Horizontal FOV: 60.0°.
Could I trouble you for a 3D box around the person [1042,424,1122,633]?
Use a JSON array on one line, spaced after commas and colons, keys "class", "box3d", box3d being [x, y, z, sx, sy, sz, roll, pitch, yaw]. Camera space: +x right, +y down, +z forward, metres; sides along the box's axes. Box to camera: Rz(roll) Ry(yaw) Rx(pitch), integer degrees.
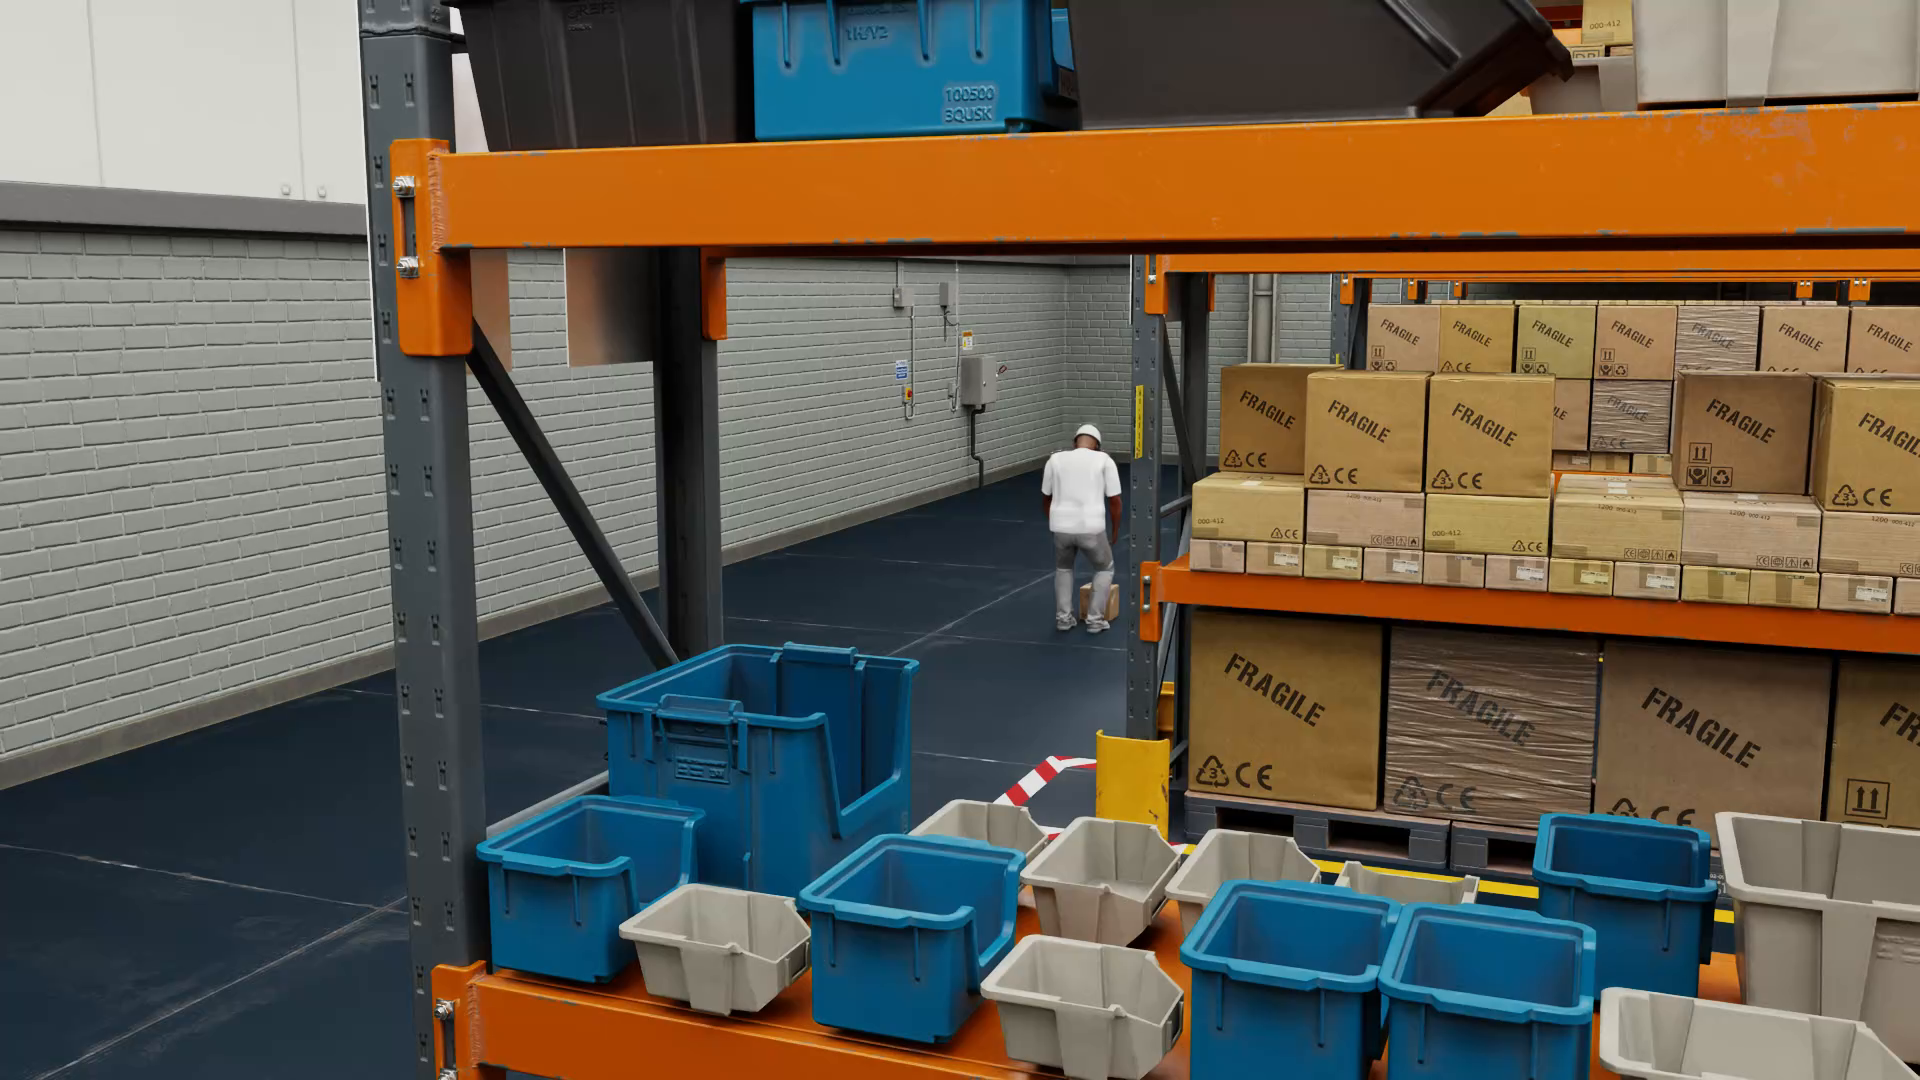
[{"class": "person", "box3d": [0.905, -0.092, 12.620, 0.625, 1.543, 0.666, 3, 9, 22]}]
